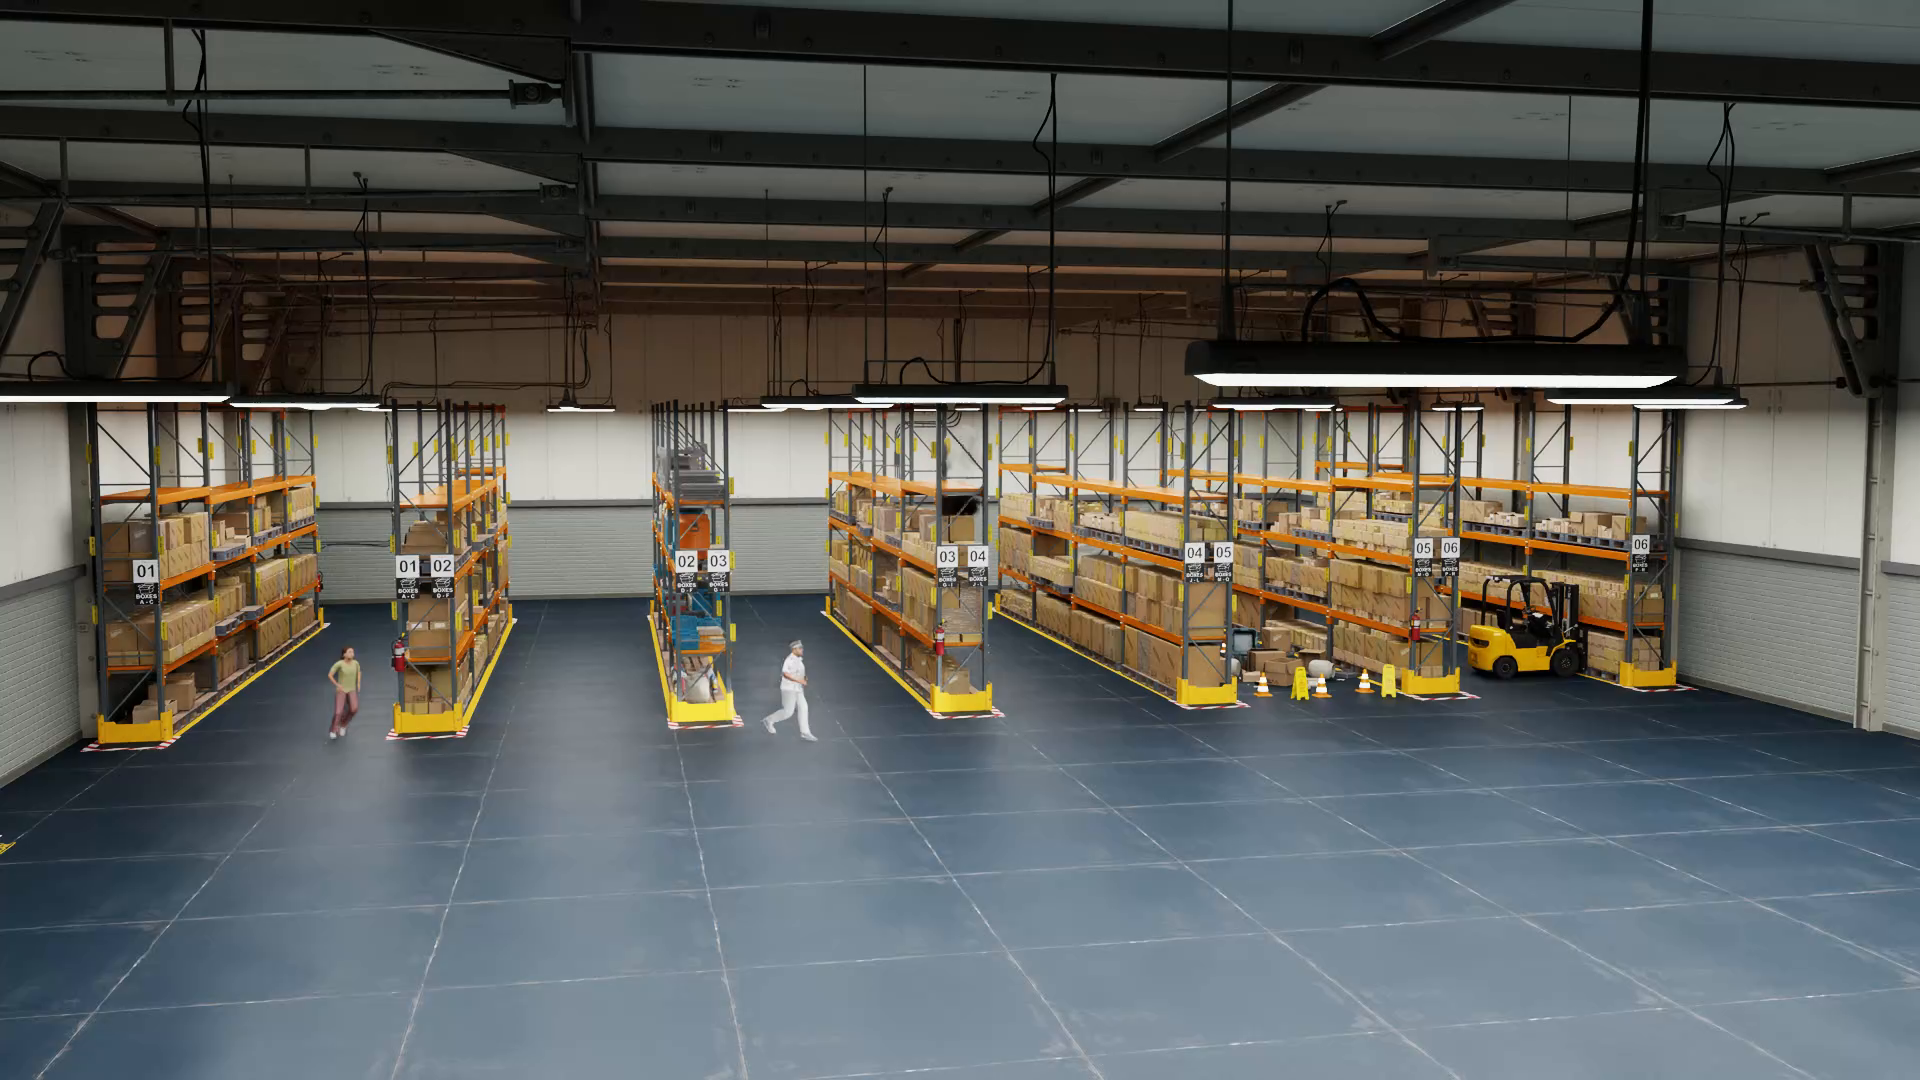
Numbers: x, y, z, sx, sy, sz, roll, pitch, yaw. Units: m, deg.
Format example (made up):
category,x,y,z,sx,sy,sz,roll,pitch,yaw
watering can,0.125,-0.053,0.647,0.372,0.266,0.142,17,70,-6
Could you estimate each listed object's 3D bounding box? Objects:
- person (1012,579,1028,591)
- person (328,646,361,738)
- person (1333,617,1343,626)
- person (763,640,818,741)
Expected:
category,x,y,z,sx,sy,sz,roll,pitch,yaw
person,1.857,1.033,50.376,0.649,1.747,0.642,-3,5,-38
person,-10.874,2.686,29.511,0.638,1.617,0.583,-4,6,-41
person,9.632,1.761,41.881,0.571,1.613,0.648,-1,4,-16
person,-2.981,2.641,29.289,1.004,1.781,0.686,1,4,12
